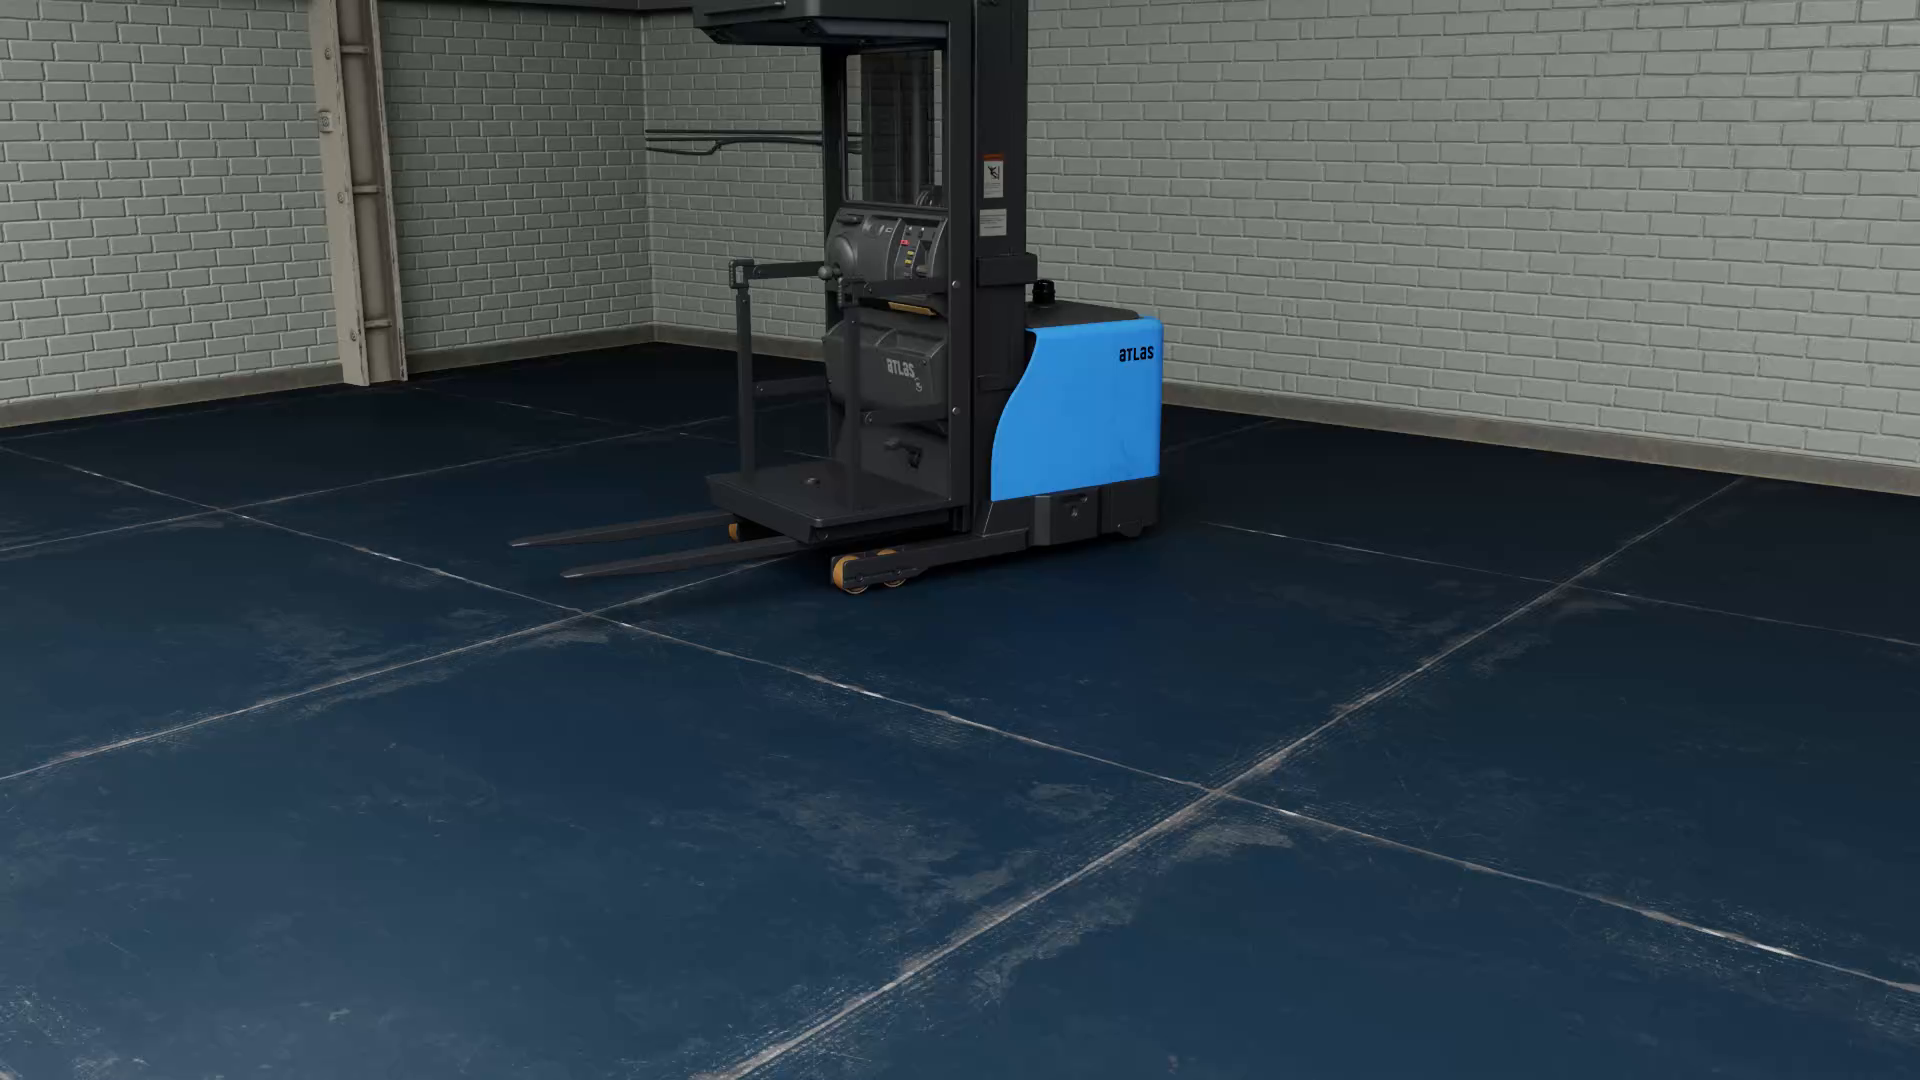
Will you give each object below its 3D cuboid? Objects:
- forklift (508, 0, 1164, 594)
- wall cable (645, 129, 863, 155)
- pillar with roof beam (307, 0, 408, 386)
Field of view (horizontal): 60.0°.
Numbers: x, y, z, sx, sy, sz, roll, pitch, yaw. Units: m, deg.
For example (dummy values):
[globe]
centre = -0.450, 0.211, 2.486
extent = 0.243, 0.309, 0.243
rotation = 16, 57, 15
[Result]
[forklift]
centre = -0.514, -1.334, 7.422
extent = 3.031, 2.935, 1.130
rotation = -10, 17, -33
[wall cable]
centre = -1.700, -4.461, 13.714
extent = 3.097, 2.526, 0.112
rotation = 11, 18, 38
[pillar with roof beam]
centre = -1.231, -4.940, 9.294
extent = 9.100, 9.000, 0.400
rotation = 11, 18, 38
